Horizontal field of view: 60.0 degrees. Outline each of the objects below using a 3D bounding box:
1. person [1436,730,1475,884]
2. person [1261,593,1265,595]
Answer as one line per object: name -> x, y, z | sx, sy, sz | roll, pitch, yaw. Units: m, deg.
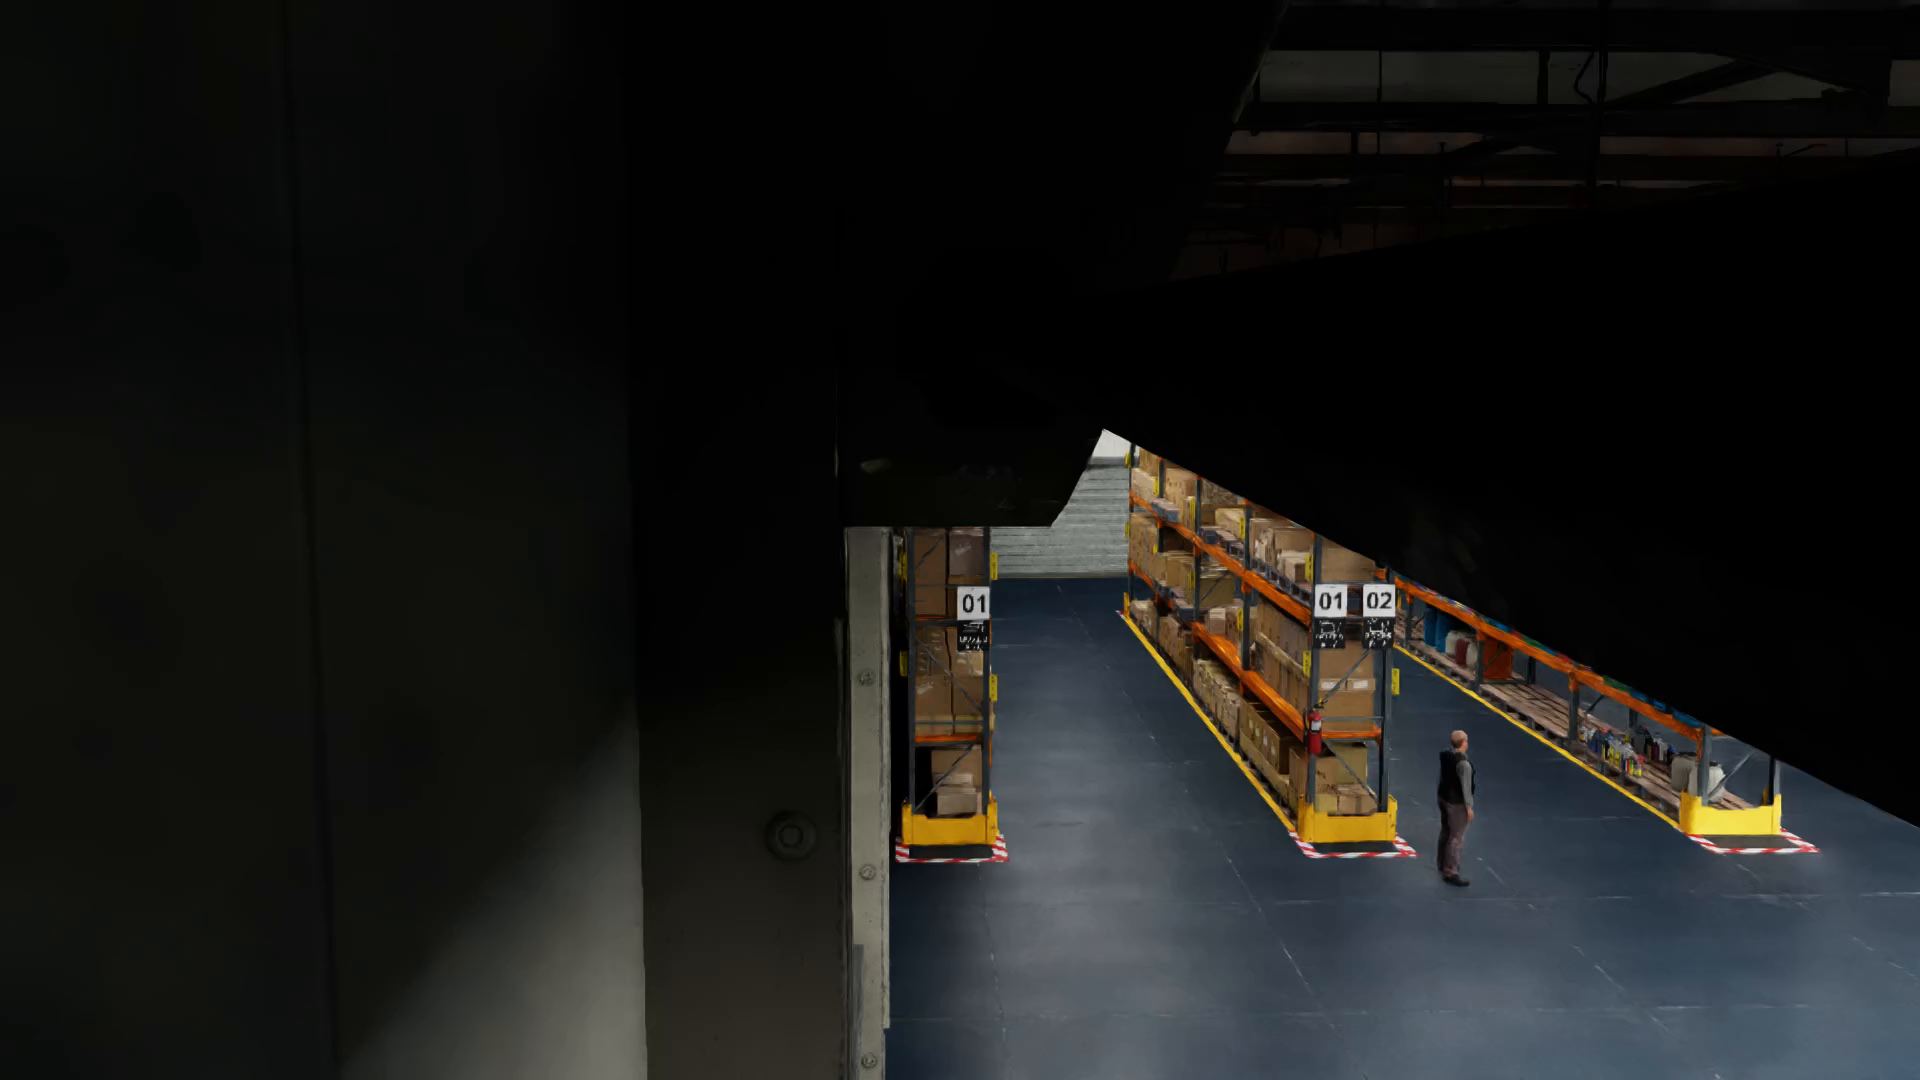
person -> 5.690, 3.021, 19.087 | 0.389, 1.732, 0.661 | -2, 7, -12
person -> 6.278, 1.199, 33.631 | 0.379, 1.649, 0.611 | -2, 8, -15
